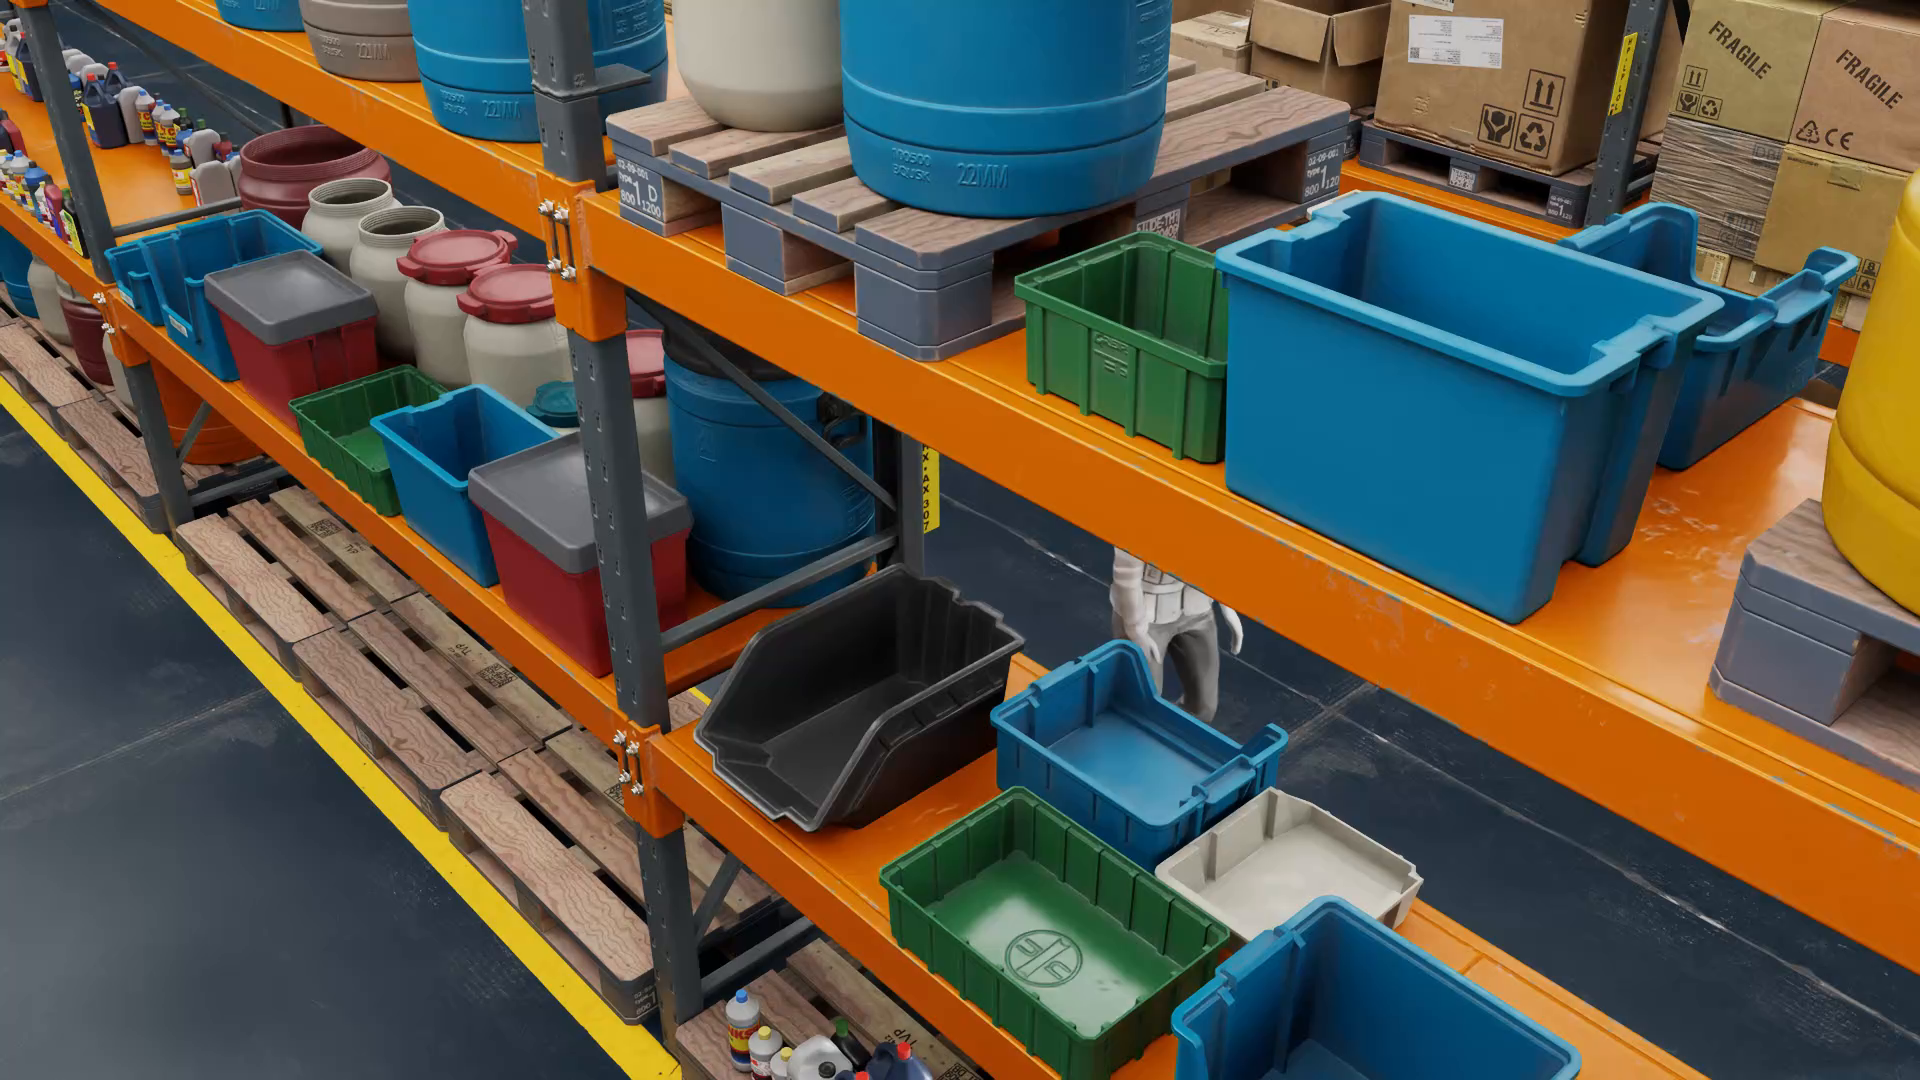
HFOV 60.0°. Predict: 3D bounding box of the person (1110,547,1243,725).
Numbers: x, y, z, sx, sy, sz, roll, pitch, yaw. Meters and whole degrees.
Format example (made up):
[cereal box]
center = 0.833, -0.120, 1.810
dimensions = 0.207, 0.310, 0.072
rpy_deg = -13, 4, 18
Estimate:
[person]
center = 0.744, 0.270, 5.736
dimensions = 0.492, 1.642, 0.412
rpy_deg = -14, 35, -22
